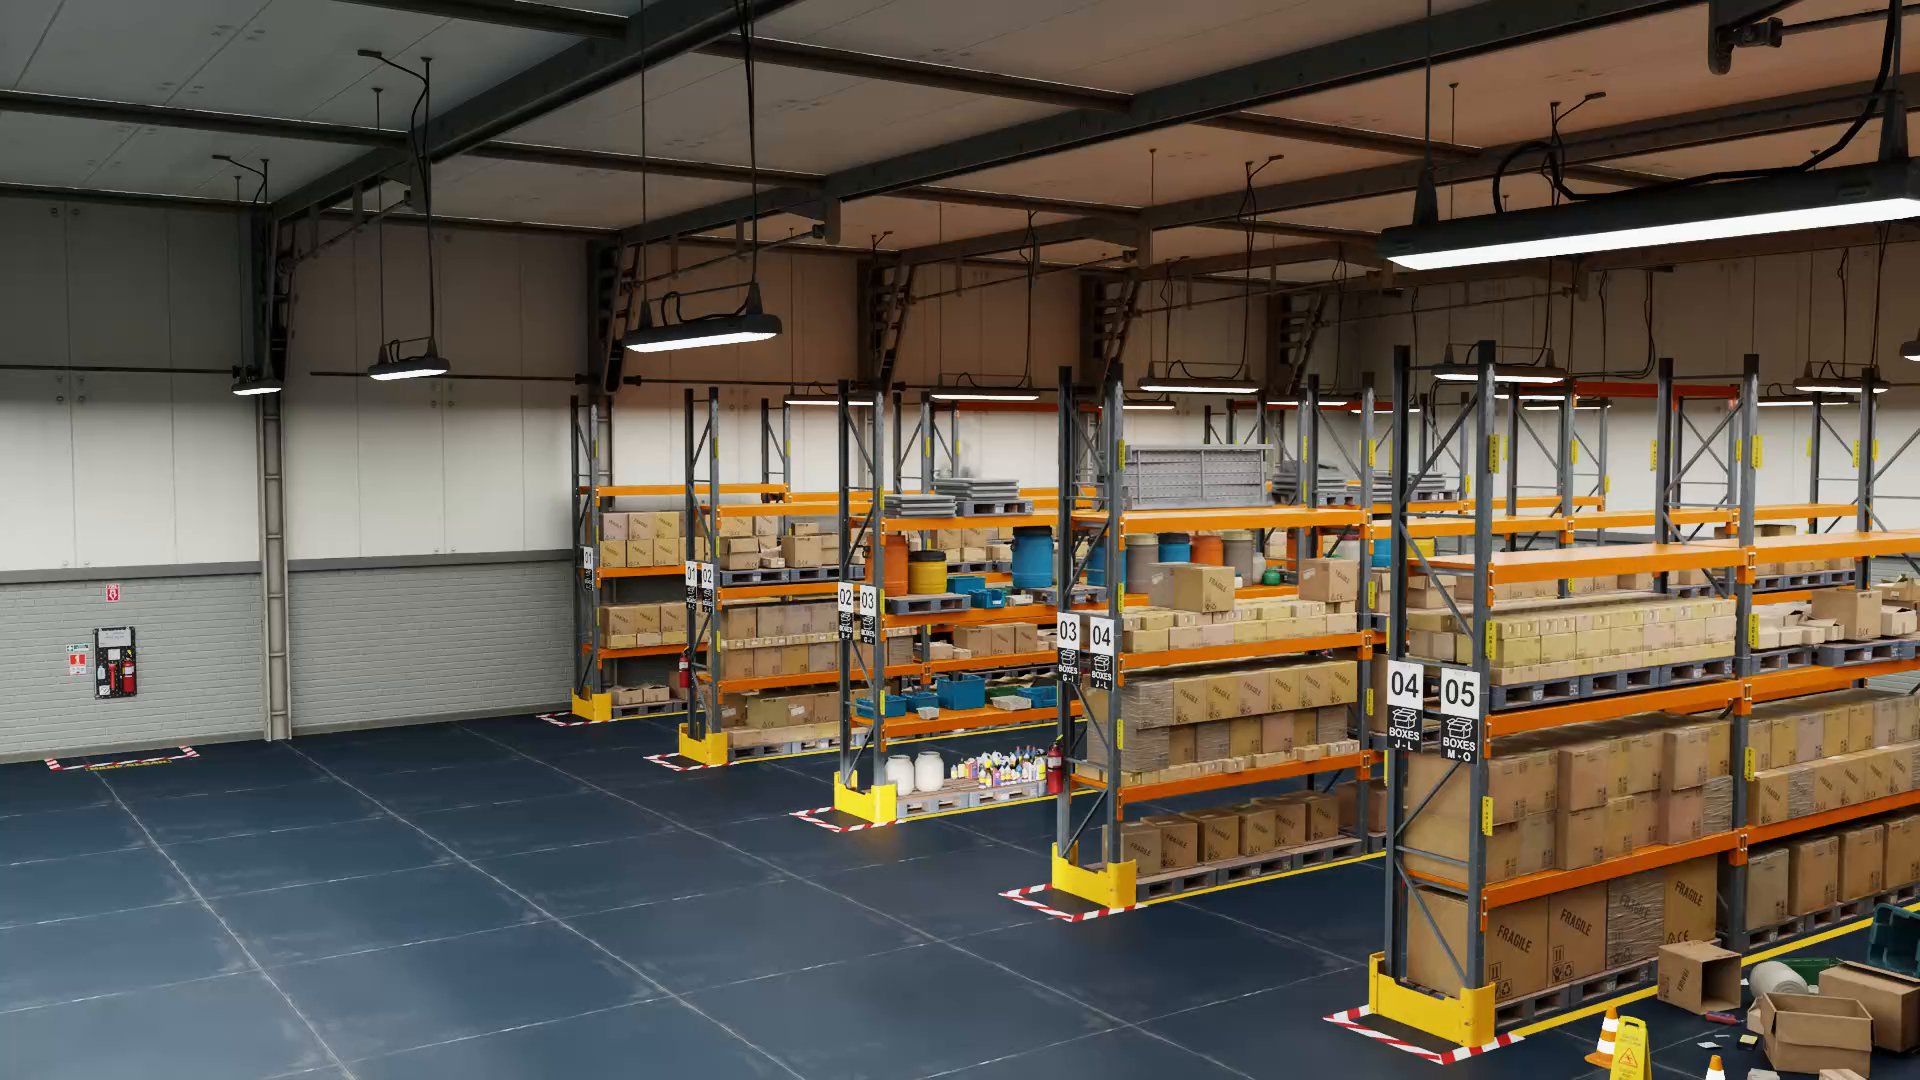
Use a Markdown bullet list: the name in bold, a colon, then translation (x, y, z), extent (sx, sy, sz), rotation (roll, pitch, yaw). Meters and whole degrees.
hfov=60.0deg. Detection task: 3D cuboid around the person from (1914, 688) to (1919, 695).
- **person**: translation (13.254, 2.920, 23.031), extent (0.771, 1.784, 0.627), rotation (-2, 4, -30)
